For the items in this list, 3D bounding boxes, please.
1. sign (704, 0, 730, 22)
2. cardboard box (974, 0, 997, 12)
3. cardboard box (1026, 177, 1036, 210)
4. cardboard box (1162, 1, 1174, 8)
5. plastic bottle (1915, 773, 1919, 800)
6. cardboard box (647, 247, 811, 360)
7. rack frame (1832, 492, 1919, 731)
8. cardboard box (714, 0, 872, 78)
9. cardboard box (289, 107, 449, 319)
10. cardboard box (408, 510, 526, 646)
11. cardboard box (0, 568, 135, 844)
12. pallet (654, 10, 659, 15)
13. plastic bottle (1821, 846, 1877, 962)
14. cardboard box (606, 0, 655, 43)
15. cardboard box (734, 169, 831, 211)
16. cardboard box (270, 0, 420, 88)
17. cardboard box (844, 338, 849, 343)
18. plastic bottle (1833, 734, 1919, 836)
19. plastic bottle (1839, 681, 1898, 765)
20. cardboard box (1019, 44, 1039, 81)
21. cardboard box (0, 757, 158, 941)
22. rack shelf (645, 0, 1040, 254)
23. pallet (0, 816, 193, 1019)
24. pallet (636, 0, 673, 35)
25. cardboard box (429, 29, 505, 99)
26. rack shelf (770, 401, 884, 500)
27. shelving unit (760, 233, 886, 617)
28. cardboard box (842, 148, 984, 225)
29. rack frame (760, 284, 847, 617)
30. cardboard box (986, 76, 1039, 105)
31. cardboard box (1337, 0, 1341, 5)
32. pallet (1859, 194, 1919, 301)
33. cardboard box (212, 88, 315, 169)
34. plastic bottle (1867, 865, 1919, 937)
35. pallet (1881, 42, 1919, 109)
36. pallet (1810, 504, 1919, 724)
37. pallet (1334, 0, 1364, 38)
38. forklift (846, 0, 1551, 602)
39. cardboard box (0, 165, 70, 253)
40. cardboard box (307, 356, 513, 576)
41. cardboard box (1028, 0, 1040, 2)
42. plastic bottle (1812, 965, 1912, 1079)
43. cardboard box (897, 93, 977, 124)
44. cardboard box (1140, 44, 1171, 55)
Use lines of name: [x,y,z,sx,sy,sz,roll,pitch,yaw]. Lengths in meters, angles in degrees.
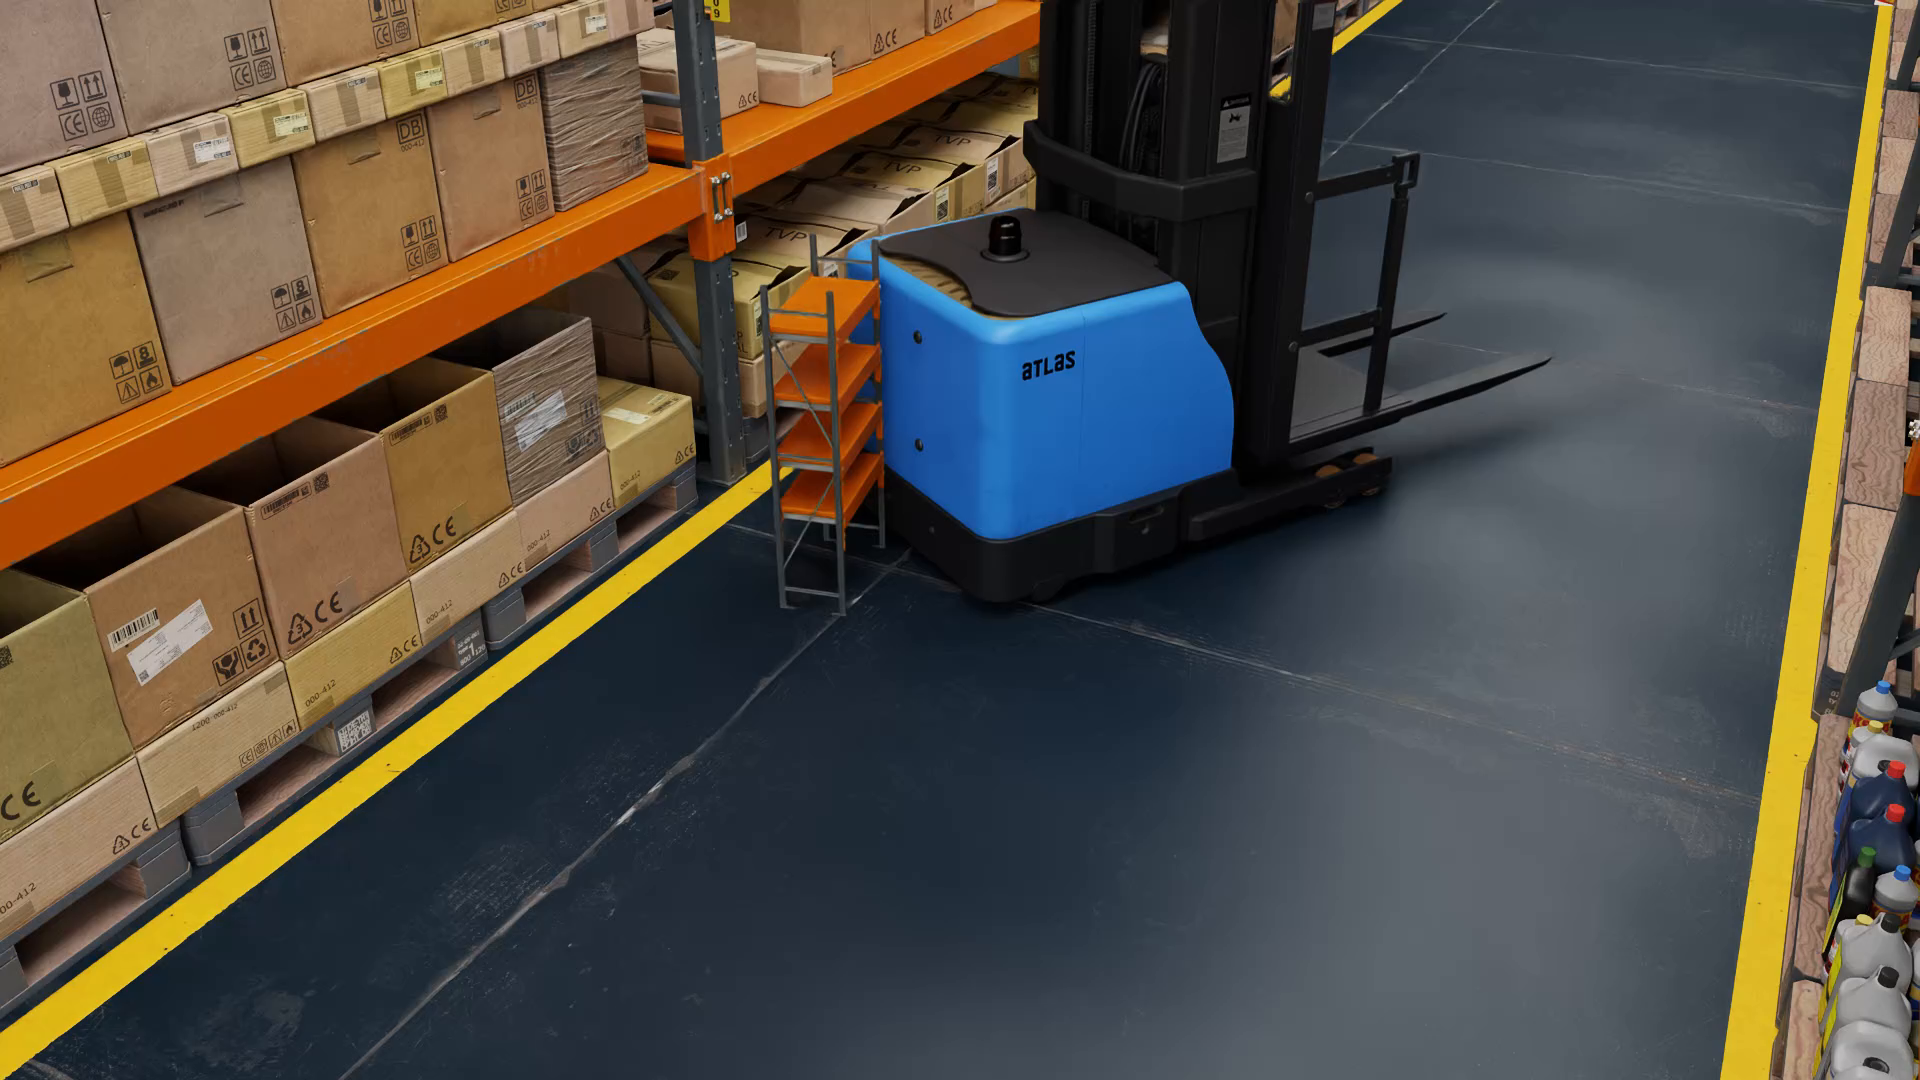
sign: [-0.835,-1.931,5.651,0.100,0.325,0.005,14,33,23]
cardboard box: [-0.038,-2.732,8.248,0.380,0.149,0.250,17,34,27]
cardboard box: [0.238,-1.891,8.871,0.500,0.250,0.500,14,33,23]
cardboard box: [1.654,-3.350,11.140,0.500,0.500,0.500,13,32,22]
plastic bottle: [2.515,0.682,4.337,0.061,0.283,0.133,14,33,23]
cardboard box: [-0.920,-1.006,6.765,0.500,0.311,0.500,14,33,23]
rack frame: [3.078,-0.521,4.145,1.000,3.000,0.127,14,33,23]
cardboard box: [-0.725,-2.260,7.072,0.500,0.500,0.500,17,34,27]
cardboard box: [-1.993,-1.034,4.939,0.700,0.500,0.500,15,33,24]
cardboard box: [-1.797,0.064,5.466,0.500,0.250,0.500,14,33,23]
cardboard box: [-2.483,0.403,4.123,0.500,0.500,0.500,14,33,23]
pallet: [-2.381,-4.746,14.303,1.003,0.211,1.213,14,33,23]
plastic bottle: [2.143,0.878,3.996,0.061,0.283,0.133,16,33,25]
cardboard box: [-1.263,-1.802,5.623,0.380,0.149,0.250,14,33,23]
cardboard box: [-0.939,-1.576,7.759,0.500,0.311,0.500,14,33,23]
cardboard box: [-1.984,-1.608,4.634,0.700,0.500,0.500,14,33,23]
cardboard box: [-0.691,-0.985,7.292,0.500,0.250,0.500,15,33,24]
plastic bottle: [2.420,0.661,4.380,0.152,0.276,0.135,16,33,25]
plastic bottle: [2.543,0.513,4.642,0.097,0.271,0.097,0,30,0]
cardboard box: [0.710,-2.994,10.520,0.500,0.500,0.500,16,33,25]
cardboard box: [-2.485,0.728,4.310,0.500,0.250,0.500,14,33,23]
rack shelf: [-0.418,-2.221,7.827,1.077,0.370,4.000,14,33,23]
pallet: [-2.841,0.988,4.318,1.003,0.211,1.213,14,33,23]
pallet: [-2.936,-4.203,13.358,1.003,0.211,1.213,14,33,23]
cardboard box: [-1.613,-1.459,5.027,0.380,0.149,0.250,14,33,23]
rack shelf: [-0.453,-0.328,5.752,0.258,0.148,0.480,7,31,12]
shelving unit: [-0.453,-0.387,5.719,0.258,1.200,0.503,7,31,12]
cardboard box: [-0.220,-1.687,7.953,0.500,0.311,0.500,15,33,25]
rack frame: [-0.513,-0.269,5.514,0.240,1.200,0.015,7,31,12]
cardboard box: [0.473,-2.364,9.131,0.500,0.311,0.500,15,33,25]
cardboard box: [2.699,-4.354,13.079,0.500,0.311,0.500,14,33,23]
pallet: [5.223,-1.444,8.552,1.003,0.211,1.213,14,33,23]
cardboard box: [-1.961,-1.121,4.437,0.380,0.149,0.250,15,33,25]
plastic bottle: [2.222,0.893,3.981,0.097,0.271,0.097,0,30,0]
pallet: [7.023,-3.193,11.598,1.003,0.211,1.213,14,33,23]
pallet: [3.402,0.332,5.461,1.003,0.211,1.213,14,33,23]
pallet: [2.629,-4.287,13.504,1.003,0.211,1.213,14,33,23]
forklift: [1.097,-1.598,6.090,3.031,2.935,1.130,-18,34,-28]
cardboard box: [-2.312,-0.781,3.845,0.380,0.149,0.250,13,32,22]
cardboard box: [-1.809,-0.264,5.284,0.500,0.500,0.500,14,33,23]
cardboard box: [0.329,-2.849,8.451,0.380,0.149,0.250,14,33,23]
plastic bottle: [1.977,1.056,3.618,0.144,0.351,0.185,16,33,25]
cardboard box: [-0.239,-2.252,8.936,0.500,0.311,0.500,13,33,22]
cardboard box: [0.954,-2.663,9.944,0.500,0.500,0.500,16,33,25]
